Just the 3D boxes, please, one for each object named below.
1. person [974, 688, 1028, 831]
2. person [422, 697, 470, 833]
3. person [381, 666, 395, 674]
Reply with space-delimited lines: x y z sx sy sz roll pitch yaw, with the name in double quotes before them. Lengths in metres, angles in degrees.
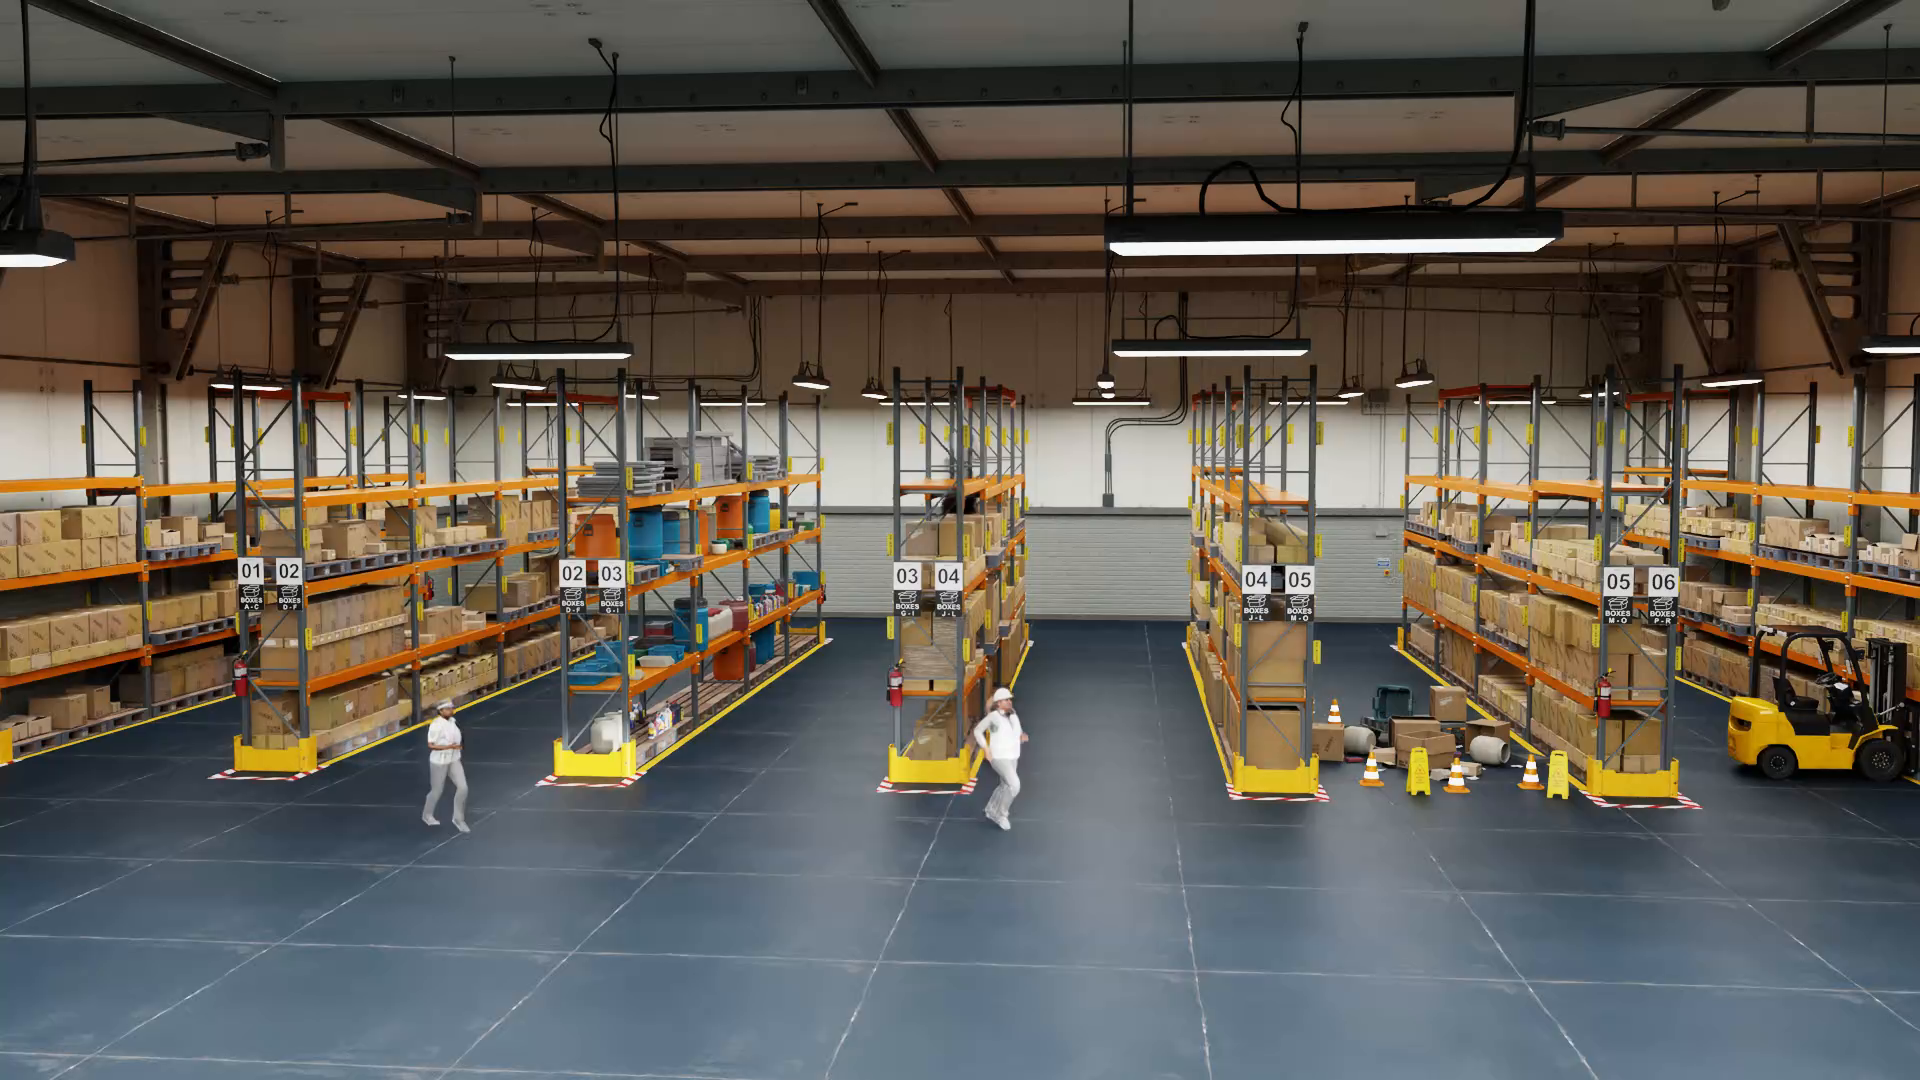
"person" 0.574 2.800 21.268 0.728 1.801 0.629 3 5 38
"person" -6.536 2.853 21.067 0.766 1.758 0.567 2 4 34
"person" -11.154 2.177 32.303 0.588 1.634 0.567 0 4 8
